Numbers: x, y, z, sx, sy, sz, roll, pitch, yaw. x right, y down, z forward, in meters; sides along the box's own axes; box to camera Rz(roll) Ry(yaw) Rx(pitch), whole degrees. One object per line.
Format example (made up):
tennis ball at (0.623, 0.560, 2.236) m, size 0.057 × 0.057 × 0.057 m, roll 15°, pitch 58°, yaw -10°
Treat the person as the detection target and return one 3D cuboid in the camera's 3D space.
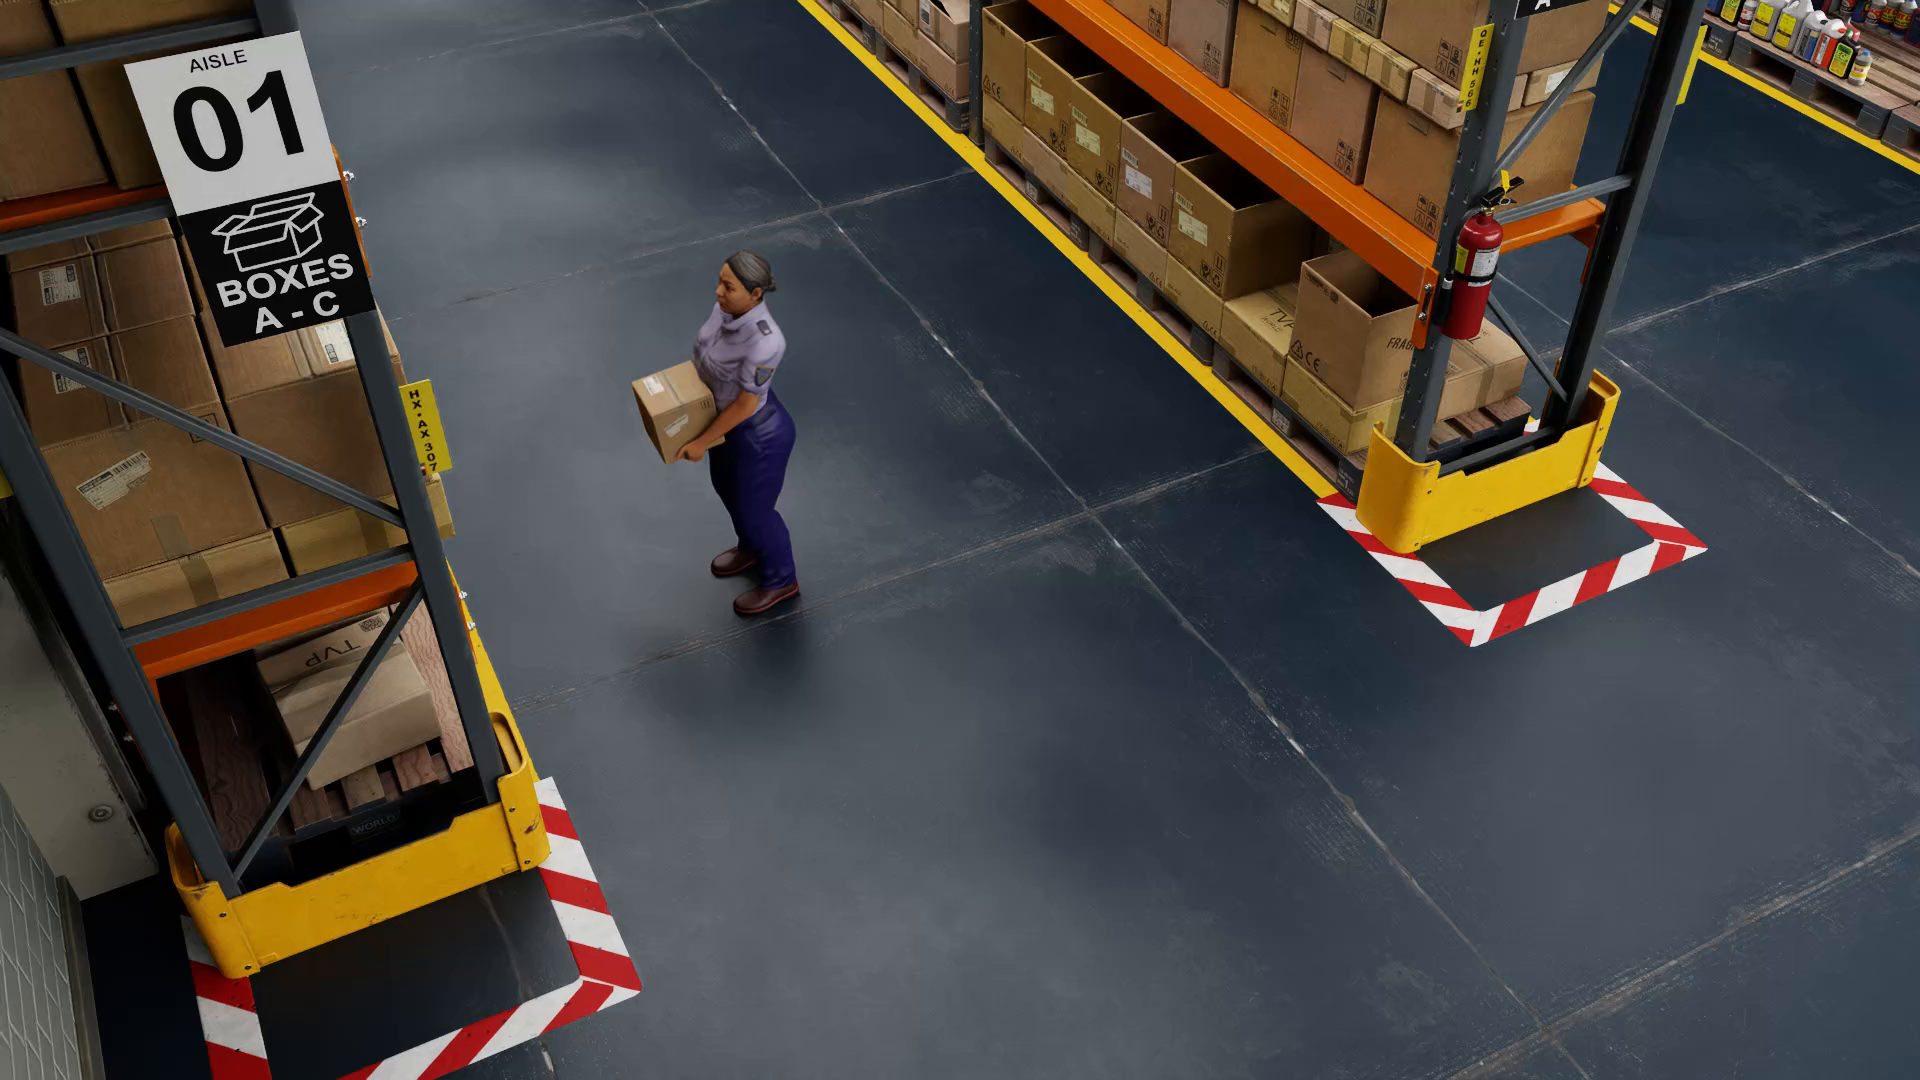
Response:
person at (-0.929, -0.415, 6.652) m, size 0.517 × 1.631 × 0.453 m, roll -18°, pitch 45°, yaw -19°
